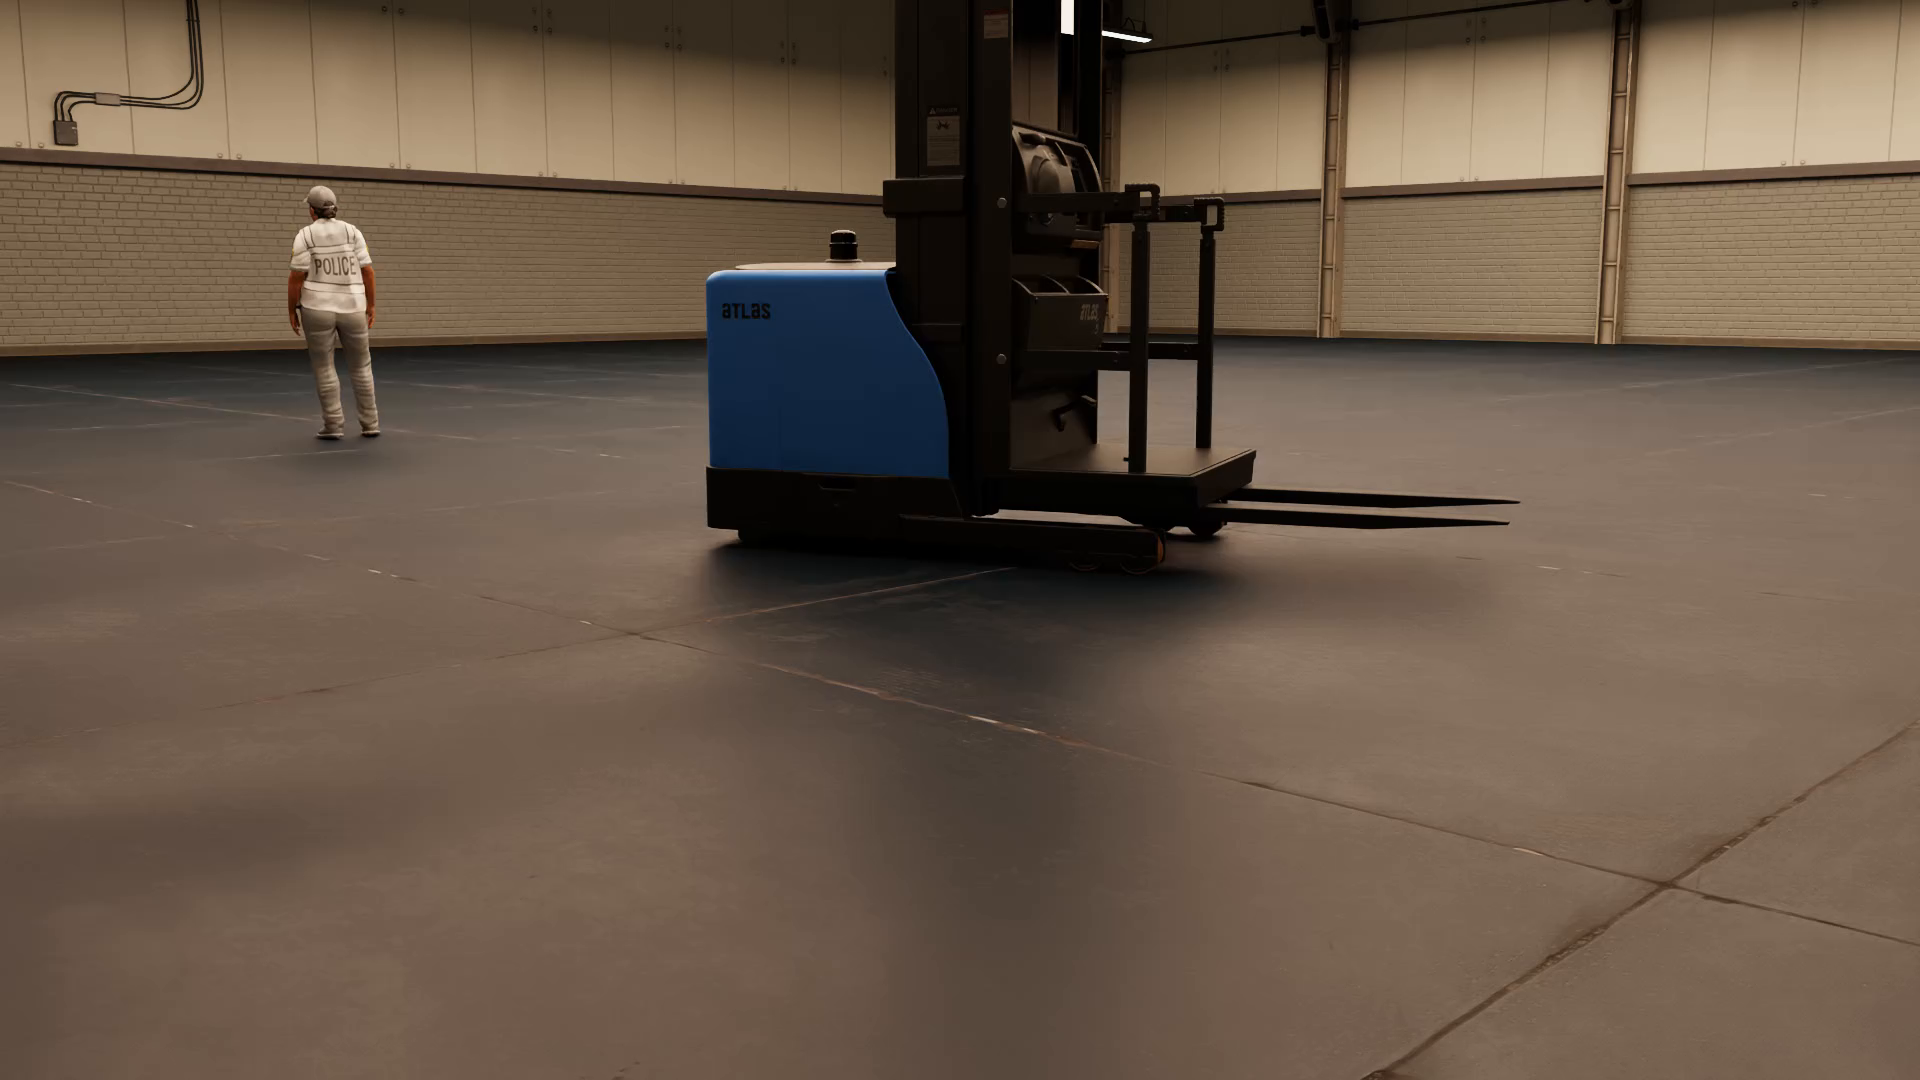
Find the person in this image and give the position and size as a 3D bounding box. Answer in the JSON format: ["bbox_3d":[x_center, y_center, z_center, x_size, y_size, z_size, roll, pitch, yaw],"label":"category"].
[{"bbox_3d":[-4.215,-1.523,11.190,0.598,1.670,0.529,-5,10,-31],"label":"person"}]

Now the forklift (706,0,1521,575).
[{"bbox_3d":[0.565,-1.416,6.275,3.031,2.935,1.130,3,9,22],"label":"forklift"}]
